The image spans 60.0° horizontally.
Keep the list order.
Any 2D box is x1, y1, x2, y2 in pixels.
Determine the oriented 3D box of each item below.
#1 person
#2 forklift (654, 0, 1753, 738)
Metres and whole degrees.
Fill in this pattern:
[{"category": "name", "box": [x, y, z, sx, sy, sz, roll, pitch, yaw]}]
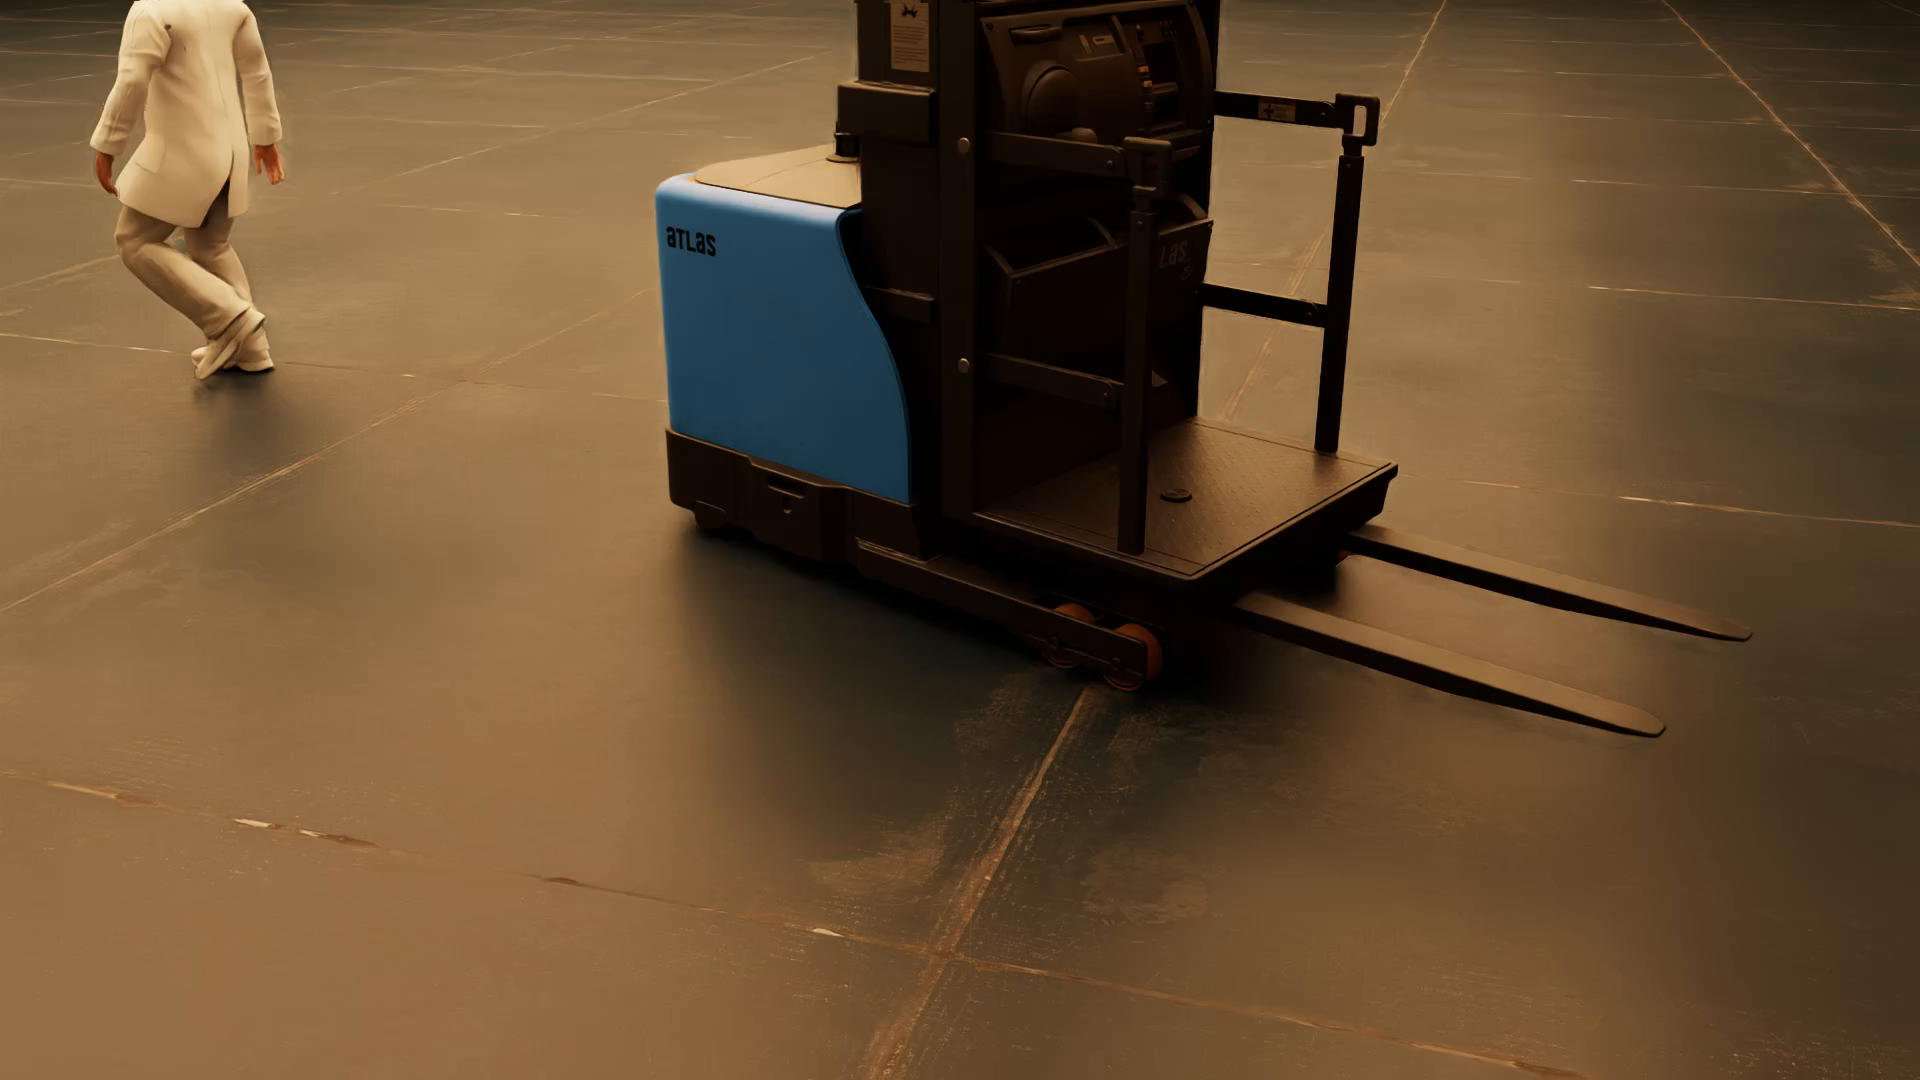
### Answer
[{"category": "person", "box": [-2.961, -1.488, 6.424, 0.525, 1.758, 0.782, 4, 23, 10]}, {"category": "forklift", "box": [0.535, -1.202, 4.190, 3.031, 2.935, 1.130, 18, 28, 36]}]
